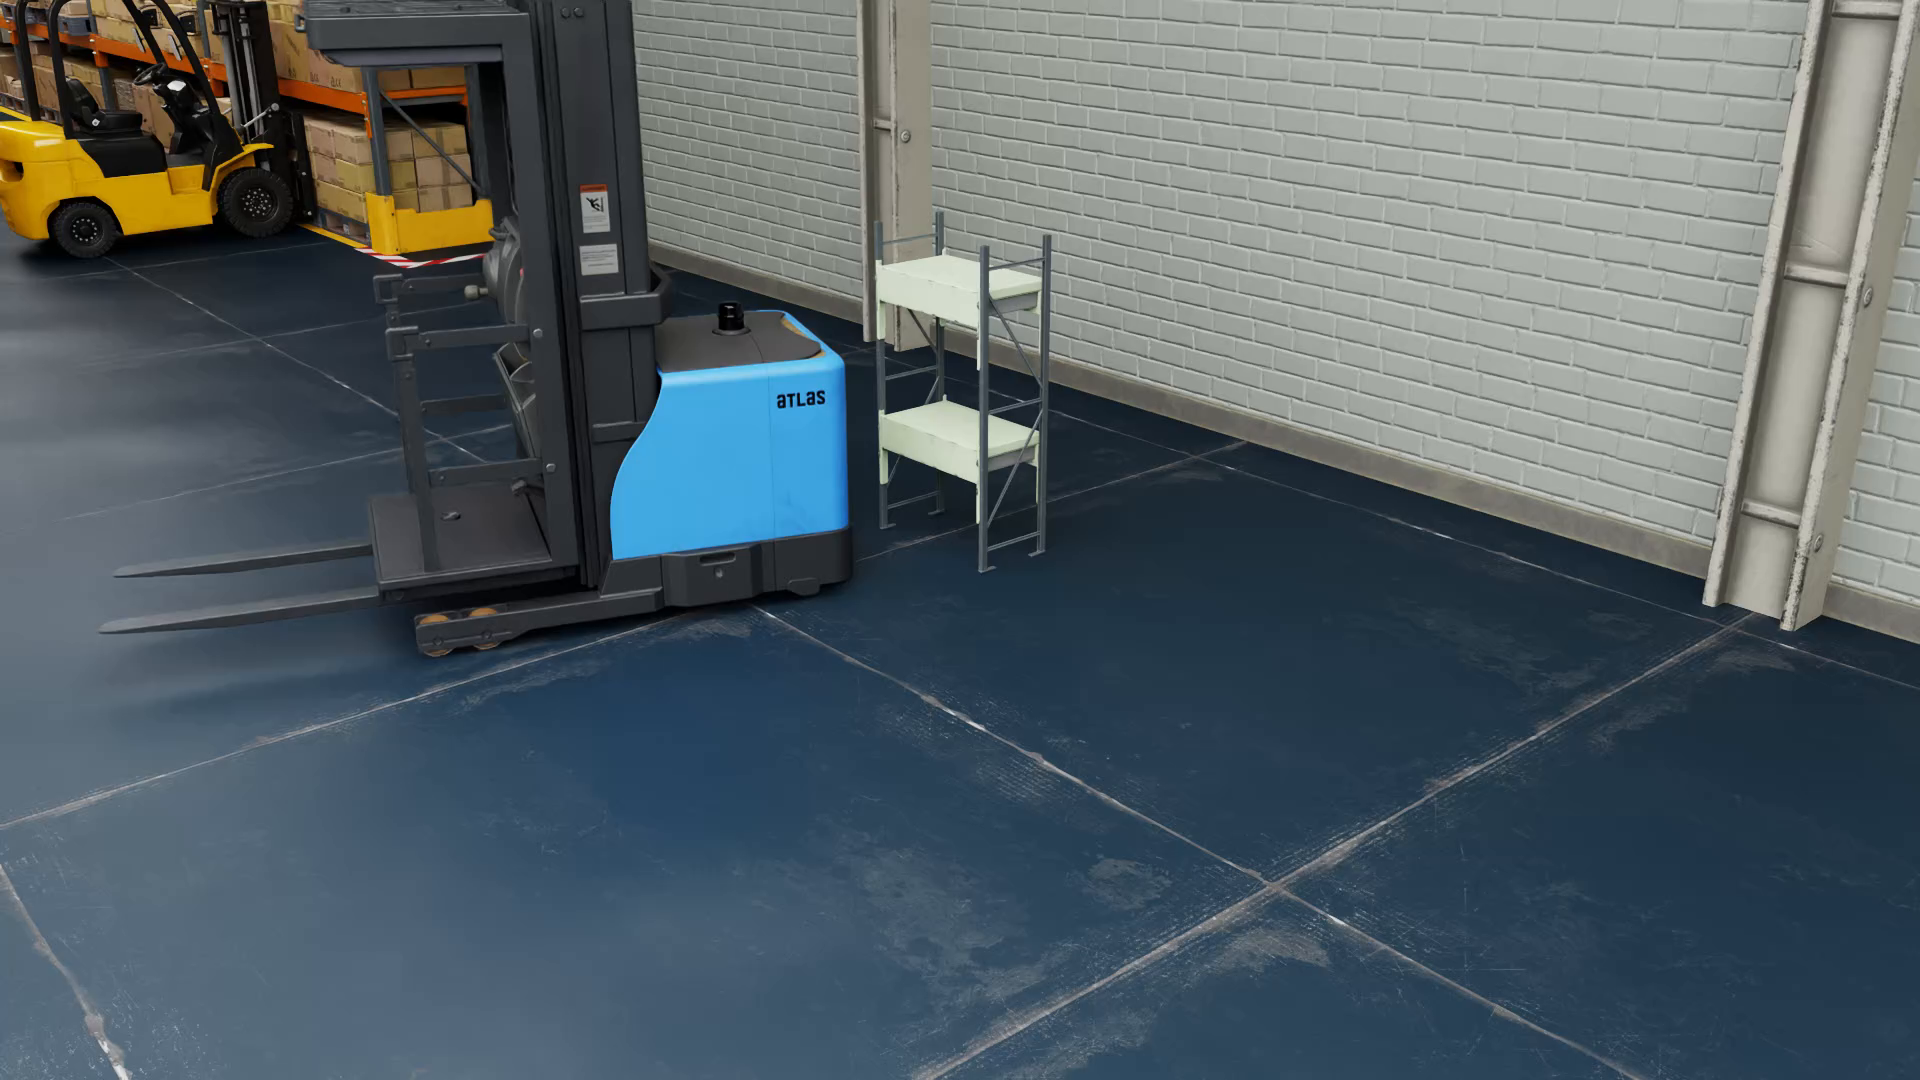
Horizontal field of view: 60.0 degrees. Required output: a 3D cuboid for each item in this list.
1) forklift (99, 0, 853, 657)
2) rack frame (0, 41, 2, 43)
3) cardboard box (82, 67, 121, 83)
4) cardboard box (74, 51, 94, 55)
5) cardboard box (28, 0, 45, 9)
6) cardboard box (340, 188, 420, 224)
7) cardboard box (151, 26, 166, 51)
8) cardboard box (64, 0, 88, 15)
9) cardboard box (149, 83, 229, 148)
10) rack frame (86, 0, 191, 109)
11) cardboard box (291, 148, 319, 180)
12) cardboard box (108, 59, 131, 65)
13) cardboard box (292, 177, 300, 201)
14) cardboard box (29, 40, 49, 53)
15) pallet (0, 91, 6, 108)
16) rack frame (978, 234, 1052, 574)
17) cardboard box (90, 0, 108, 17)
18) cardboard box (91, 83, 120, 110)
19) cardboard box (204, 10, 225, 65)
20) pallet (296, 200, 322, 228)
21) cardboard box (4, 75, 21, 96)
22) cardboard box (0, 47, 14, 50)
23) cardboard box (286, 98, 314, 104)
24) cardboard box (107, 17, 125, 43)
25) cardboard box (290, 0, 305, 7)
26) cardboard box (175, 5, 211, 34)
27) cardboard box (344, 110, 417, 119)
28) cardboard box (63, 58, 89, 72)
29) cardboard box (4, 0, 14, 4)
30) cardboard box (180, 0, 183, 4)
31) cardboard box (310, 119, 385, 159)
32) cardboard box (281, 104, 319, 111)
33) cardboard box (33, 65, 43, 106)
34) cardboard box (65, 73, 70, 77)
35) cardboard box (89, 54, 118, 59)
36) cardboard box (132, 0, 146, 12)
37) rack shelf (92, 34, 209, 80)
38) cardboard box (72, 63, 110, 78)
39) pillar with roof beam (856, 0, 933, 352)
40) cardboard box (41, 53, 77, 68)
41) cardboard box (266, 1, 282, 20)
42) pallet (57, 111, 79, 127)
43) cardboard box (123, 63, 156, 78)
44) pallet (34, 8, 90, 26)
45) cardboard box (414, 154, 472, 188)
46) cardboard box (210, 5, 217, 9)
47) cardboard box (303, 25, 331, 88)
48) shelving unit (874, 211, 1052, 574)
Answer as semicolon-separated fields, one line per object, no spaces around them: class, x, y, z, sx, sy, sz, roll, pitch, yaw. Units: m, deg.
forklift;-2.046;-1.108;6.794;3.031;2.935;1.130;-8;23;-19
rack frame;-15.015;-8.431;25.396;1.000;3.000;0.127;-17;27;-37
cardboard box;-10.509;-5.698;20.382;0.380;0.149;0.250;-19;28;-40
cardboard box;-11.770;-6.555;22.569;0.380;0.149;0.250;-17;27;-37
cardboard box;-11.407;-7.021;21.084;0.700;0.500;0.500;-18;27;-38
cardboard box;-5.117;-2.980;14.674;0.500;0.250;0.500;-17;27;-37
cardboard box;-8.343;-5.405;17.876;0.500;0.250;0.500;-17;27;-37
cardboard box;-10.513;-6.389;19.953;0.380;0.149;0.250;-17;27;-36
cardboard box;-8.524;-4.770;18.730;0.875;0.625;0.625;-19;28;-40
rack frame;-9.793;-6.221;19.753;1.000;3.000;0.127;-17;27;-37
cardboard box;-5.798;-3.497;15.309;0.500;0.250;0.500;-18;28;-39
cardboard box;-10.782;-6.117;21.451;0.380;0.149;0.250;-17;27;-37
cardboard box;-6.110;-3.398;15.742;0.500;0.250;0.500;-16;27;-36
cardboard box;-12.326;-6.650;22.404;0.380;0.149;0.250;-18;28;-38
pallet;-13.652;-6.554;24.429;1.003;0.211;1.213;-17;27;-37
rack frame;0.243;-0.595;7.448;0.400;1.500;0.023;-17;27;-37
cardboard box;-9.707;-6.197;19.213;0.500;0.250;0.500;-17;27;-37
cardboard box;-10.232;-5.318;20.300;0.500;0.500;0.500;-16;27;-36
cardboard box;-7.090;-4.977;16.442;0.500;0.500;0.500;-18;28;-39
pallet;-5.894;-3.250;15.993;1.003;0.211;1.213;-17;27;-37
cardboard box;-13.223;-6.431;23.463;0.396;0.266;0.258;-16;27;-36
cardboard box;-14.159;-7.026;24.660;0.700;0.500;0.500;-16;27;-35
cardboard box;-6.372;-4.270;16.596;0.500;0.250;0.500;-18;28;-38
cardboard box;-9.364;-5.830;18.961;0.500;0.250;0.500;-18;28;-39
cardboard box;-5.701;-4.805;14.704;0.380;0.149;0.250;-17;27;-36
cardboard box;-7.696;-5.353;17.059;0.500;0.250;0.500;-18;28;-39
cardboard box;-5.389;-3.847;15.516;0.500;0.250;0.500;-18;27;-38
cardboard box;-11.472;-6.151;21.538;0.380;0.149;0.250;-16;27;-36
cardboard box;-12.258;-7.381;22.003;0.700;0.500;0.500;-17;27;-36
cardboard box;-7.875;-5.653;17.277;0.380;0.149;0.250;-17;27;-37
cardboard box;-5.446;-3.584;14.844;0.500;0.250;0.500;-17;27;-36
cardboard box;-6.444;-4.010;15.931;0.500;0.250;0.500;-16;27;-36
cardboard box;-12.259;-6.170;22.476;0.500;0.500;0.500;-16;26;-35
cardboard box;-11.247;-5.742;21.382;0.500;0.500;0.500;-19;28;-39
cardboard box;-11.278;-6.336;22.011;0.380;0.149;0.250;-17;27;-36
cardboard box;-8.682;-5.780;18.149;0.500;0.250;0.500;-17;27;-37
rack shelf;-8.488;-5.333;18.474;1.077;0.370;4.000;-17;27;-37
cardboard box;-10.949;-5.934;20.984;0.380;0.149;0.250;-18;28;-38
pillar with roof beam;-3.688;-4.528;7.206;9.100;9.000;0.400;-17;27;-37
cardboard box;-11.956;-6.371;22.099;0.380;0.149;0.250;-19;28;-40
cardboard box;-6.179;-4.881;15.308;0.380;0.149;0.250;-18;28;-38
pallet;-11.044;-5.474;21.672;1.003;0.211;1.213;-17;27;-37
cardboard box;-10.274;-5.902;20.902;0.380;0.149;0.250;-17;27;-37
pallet;-11.066;-6.667;21.157;1.003;0.211;1.213;-17;27;-37
cardboard box;-4.721;-3.338;14.902;0.500;0.250;0.500;-17;27;-36
cardboard box;-7.173;-5.313;16.410;0.380;0.149;0.250;-18;28;-38
cardboard box;-5.423;-4.276;14.651;0.500;0.500;0.500;-16;27;-36
shelving unit;0.004;-0.697;7.706;0.431;1.500;0.755;-17;27;-37
